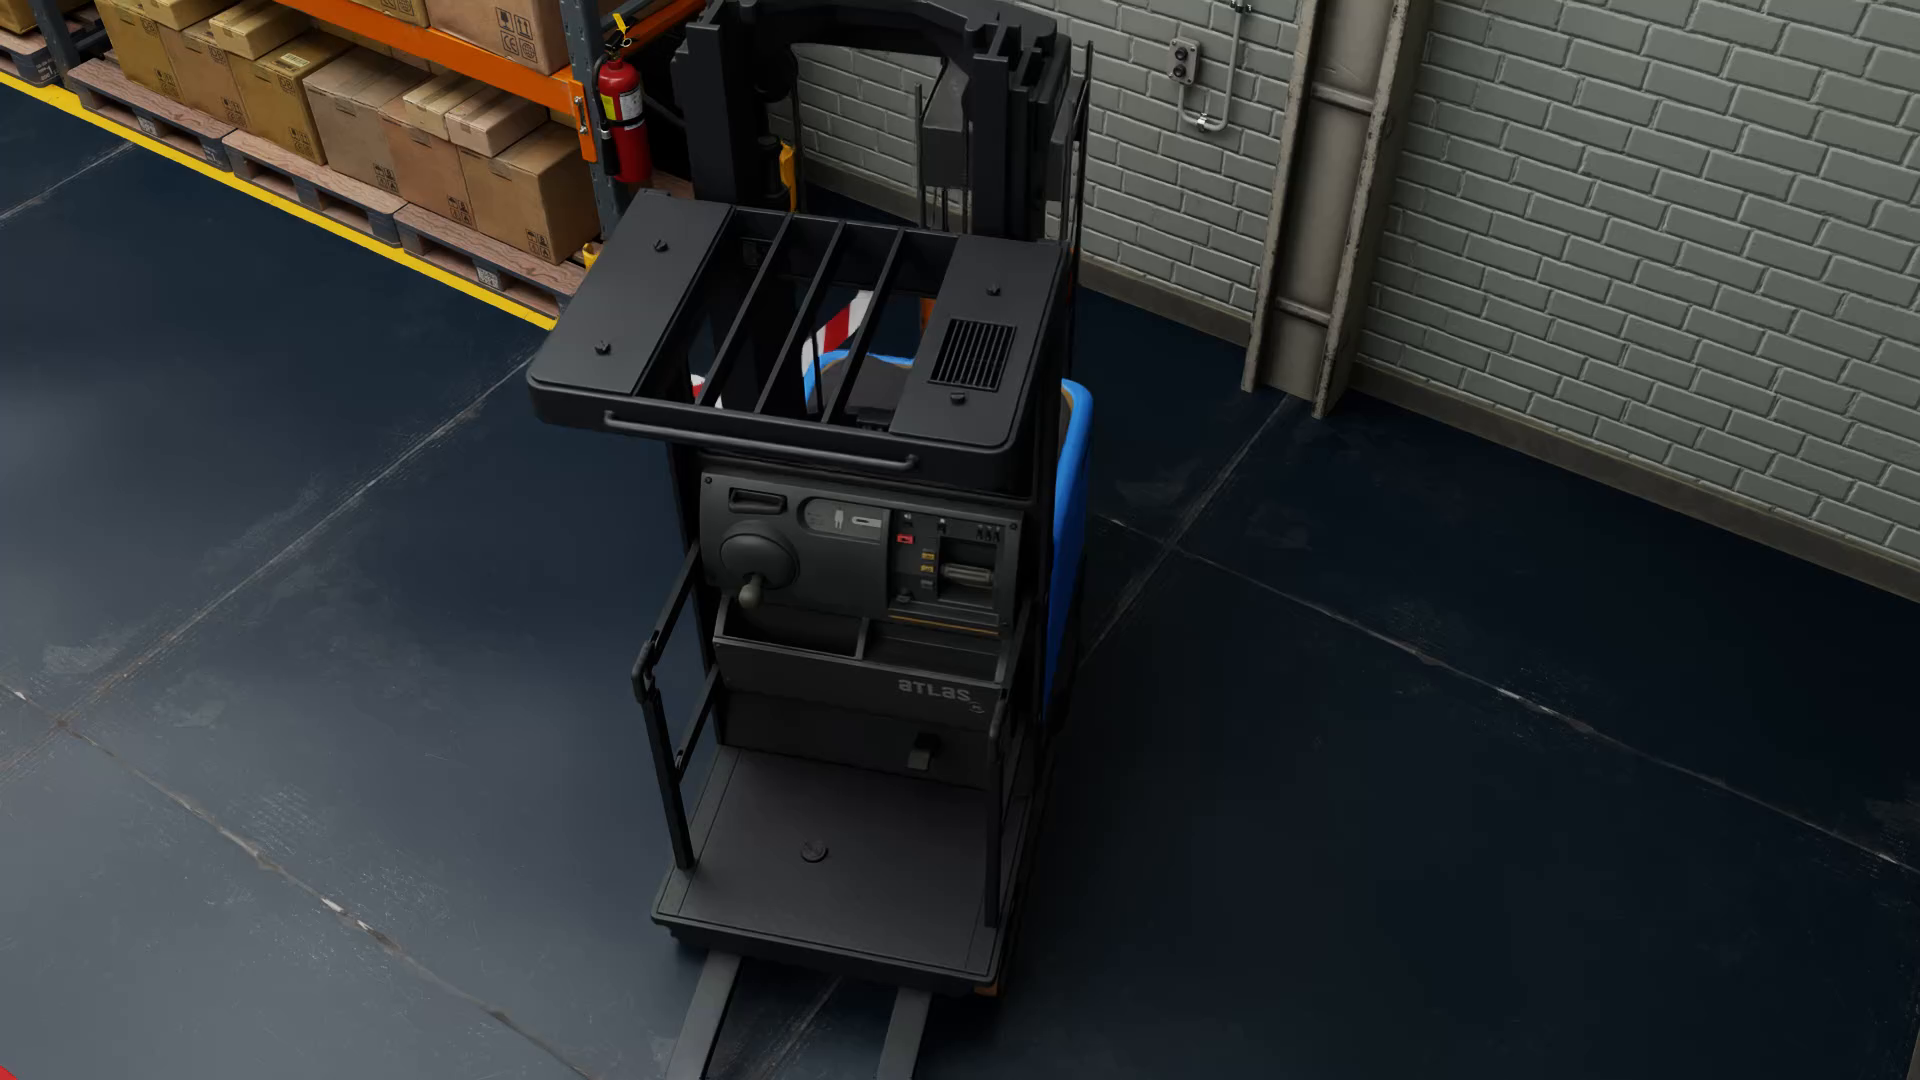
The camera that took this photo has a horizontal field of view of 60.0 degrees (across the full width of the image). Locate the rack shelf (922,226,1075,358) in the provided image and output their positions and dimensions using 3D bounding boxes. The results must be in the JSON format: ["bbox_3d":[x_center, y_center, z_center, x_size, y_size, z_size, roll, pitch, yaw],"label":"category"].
[{"bbox_3d":[0.146,-0.783,6.066,0.480,0.518,0.431,9,46,8],"label":"rack shelf"}]

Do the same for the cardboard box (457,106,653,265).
[{"bbox_3d":[-1.885,-1.745,7.804,0.500,0.500,0.700,25,51,22],"label":"cardboard box"}]

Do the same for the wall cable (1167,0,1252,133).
[{"bbox_3d":[0.347,-2.689,6.563,1.851,1.984,0.084,25,51,22],"label":"wall cable"}]

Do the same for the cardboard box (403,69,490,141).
[{"bbox_3d":[-2.307,-2.009,7.609,0.250,0.149,0.380,26,51,23],"label":"cardboard box"}]

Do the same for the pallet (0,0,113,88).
[{"bbox_3d":[-5.299,-3.089,9.605,1.213,0.211,1.003,25,51,22],"label":"pallet"}]

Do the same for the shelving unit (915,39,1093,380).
[{"bbox_3d":[0.146,-0.793,6.056,0.503,2.100,0.431,9,46,8],"label":"shelving unit"}]

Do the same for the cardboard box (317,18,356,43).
[{"bbox_3d":[-2.953,-2.632,8.214,0.250,0.149,0.380,24,50,21],"label":"cardboard box"}]

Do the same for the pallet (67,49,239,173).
[{"bbox_3d":[-4.011,-2.495,9.027,1.213,0.211,1.003,25,51,22],"label":"pallet"}]

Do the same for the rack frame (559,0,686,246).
[{"bbox_3d":[-1.242,-2.259,6.854,0.127,3.000,1.000,25,51,22],"label":"rack frame"}]

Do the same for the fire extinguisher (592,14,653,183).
[{"bbox_3d":[-1.364,-1.765,6.688,0.183,0.674,0.296,25,51,22],"label":"fire extinguisher"}]

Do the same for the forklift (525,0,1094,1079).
[{"bbox_3d":[-0.331,0.136,4.574,1.130,2.935,3.031,9,46,8],"label":"forklift"}]

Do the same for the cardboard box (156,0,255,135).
[{"bbox_3d":[-3.613,-2.535,8.572,0.500,0.500,0.700,24,51,22],"label":"cardboard box"}]

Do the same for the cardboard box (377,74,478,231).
[{"bbox_3d":[-2.306,-1.939,7.993,0.500,0.500,0.700,25,51,22],"label":"cardboard box"}]

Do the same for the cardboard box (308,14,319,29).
[{"bbox_3d":[-3.170,-2.731,8.310,0.250,0.149,0.380,25,51,22],"label":"cardboard box"}]

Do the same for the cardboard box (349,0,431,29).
[{"bbox_3d":[-2.295,-2.830,7.199,0.700,0.700,0.980,24,51,22],"label":"cardboard box"}]

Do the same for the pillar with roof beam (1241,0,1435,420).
[{"bbox_3d":[-0.826,-1.228,1.669,0.400,9.000,9.100,25,51,22],"label":"pillar with roof beam"}]

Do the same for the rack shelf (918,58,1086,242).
[{"bbox_3d":[0.146,-1.271,5.564,0.480,0.518,0.431,9,46,8],"label":"rack shelf"}]

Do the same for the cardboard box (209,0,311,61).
[{"bbox_3d":[-3.405,-2.513,8.098,0.250,0.149,0.380,23,50,21],"label":"cardboard box"}]

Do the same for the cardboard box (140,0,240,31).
[{"bbox_3d":[-3.845,-2.715,8.295,0.250,0.149,0.380,26,51,23],"label":"cardboard box"}]

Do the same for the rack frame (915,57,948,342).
[{"bbox_3d":[-0.093,-0.829,6.092,0.015,2.100,0.400,9,46,8],"label":"rack frame"}]

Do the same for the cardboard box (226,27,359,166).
[{"bbox_3d":[-3.183,-2.335,8.378,0.500,0.500,0.700,26,51,23],"label":"cardboard box"}]

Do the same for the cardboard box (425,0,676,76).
[{"bbox_3d":[-1.676,-2.555,6.932,0.700,0.700,0.980,27,52,24],"label":"cardboard box"}]

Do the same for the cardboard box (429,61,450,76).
[{"bbox_3d":[-2.309,-2.336,7.927,0.250,0.149,0.380,25,51,22],"label":"cardboard box"}]

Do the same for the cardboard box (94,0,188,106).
[{"bbox_3d":[-4.034,-2.732,8.763,0.500,0.500,0.700,25,51,23],"label":"cardboard box"}]

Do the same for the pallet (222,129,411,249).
[{"bbox_3d":[-2.980,-2.023,8.568,1.213,0.211,1.003,25,51,22],"label":"pallet"}]

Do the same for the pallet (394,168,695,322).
[{"bbox_3d":[-1.957,-1.550,8.109,1.213,0.211,1.003,25,51,22],"label":"pallet"}]

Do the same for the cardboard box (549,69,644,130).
[{"bbox_3d":[-1.672,-2.044,7.642,0.250,0.149,0.380,25,51,22],"label":"cardboard box"}]

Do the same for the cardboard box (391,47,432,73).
[{"bbox_3d":[-2.523,-2.434,8.022,0.250,0.149,0.380,25,51,23],"label":"cardboard box"}]

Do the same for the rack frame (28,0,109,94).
[{"bbox_3d":[-4.609,-3.808,8.359,0.127,3.000,1.000,25,51,22],"label":"rack frame"}]

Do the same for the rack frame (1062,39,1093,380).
[{"bbox_3d":[0.384,-0.756,6.021,0.015,2.100,0.400,9,46,8],"label":"rack frame"}]

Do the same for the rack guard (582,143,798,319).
[{"bbox_3d":[-1.221,-1.379,7.741,0.348,0.500,1.175,25,51,22],"label":"rack guard"}]

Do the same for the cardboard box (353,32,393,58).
[{"bbox_3d":[-2.740,-2.533,8.118,0.250,0.149,0.380,25,51,22],"label":"cardboard box"}]

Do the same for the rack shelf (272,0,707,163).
[{"bbox_3d":[-2.925,-2.783,7.864,4.000,0.370,1.077,25,51,22],"label":"rack shelf"}]

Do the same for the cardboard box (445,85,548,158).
[{"bbox_3d":[-2.091,-1.911,7.513,0.250,0.149,0.380,24,51,22],"label":"cardboard box"}]

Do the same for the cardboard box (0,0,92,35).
[{"bbox_3d":[-5.226,-3.378,9.147,0.750,0.750,0.750,25,51,23],"label":"cardboard box"}]

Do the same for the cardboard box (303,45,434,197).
[{"bbox_3d":[-2.730,-2.133,8.181,0.500,0.500,0.700,23,50,21],"label":"cardboard box"}]
